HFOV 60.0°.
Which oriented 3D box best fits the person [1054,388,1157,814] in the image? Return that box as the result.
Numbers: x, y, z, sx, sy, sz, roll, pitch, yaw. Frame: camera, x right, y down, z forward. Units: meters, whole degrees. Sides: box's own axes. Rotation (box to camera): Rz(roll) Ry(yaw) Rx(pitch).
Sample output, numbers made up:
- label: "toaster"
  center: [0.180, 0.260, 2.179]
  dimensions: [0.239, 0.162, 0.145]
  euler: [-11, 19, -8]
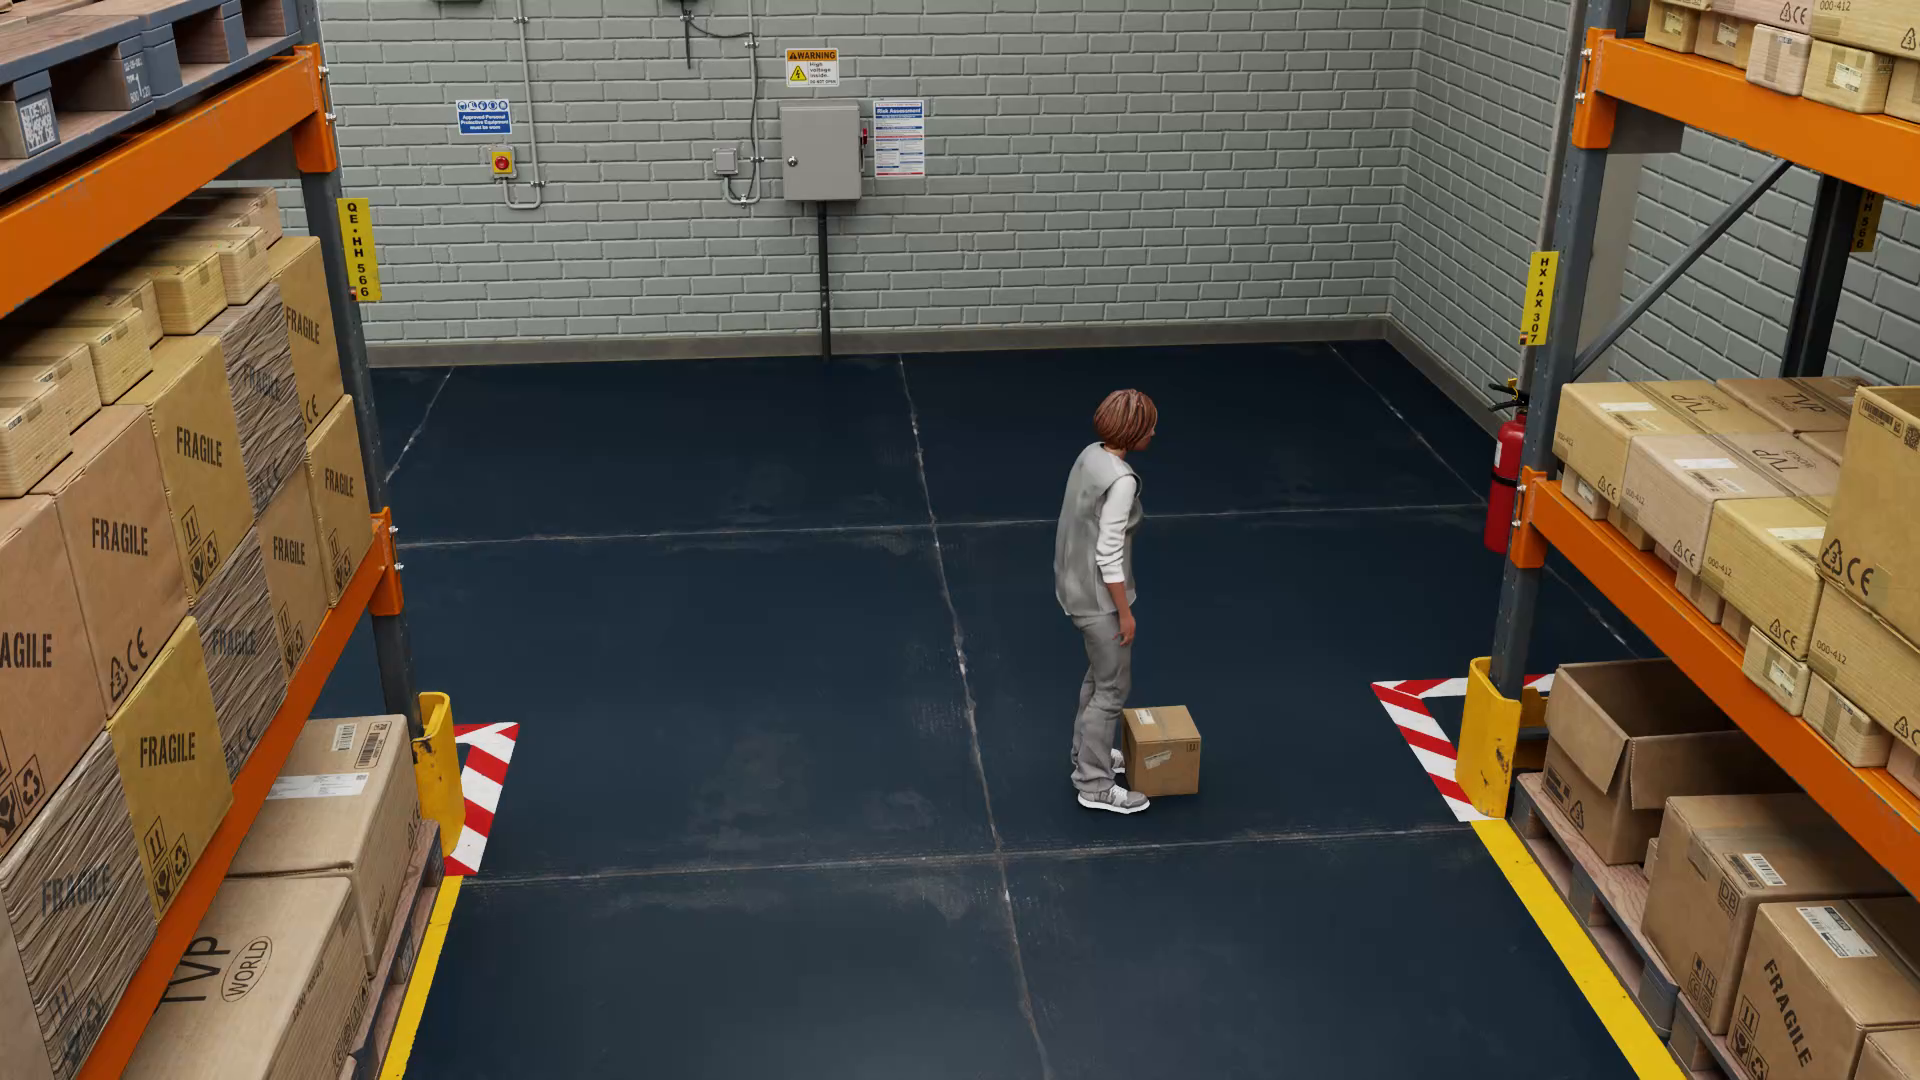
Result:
- label: "person"
  center: [0.545, 0.215, 6.135]
  dimensions: [0.374, 1.593, 0.485]
  euler: [-4, 24, -8]
